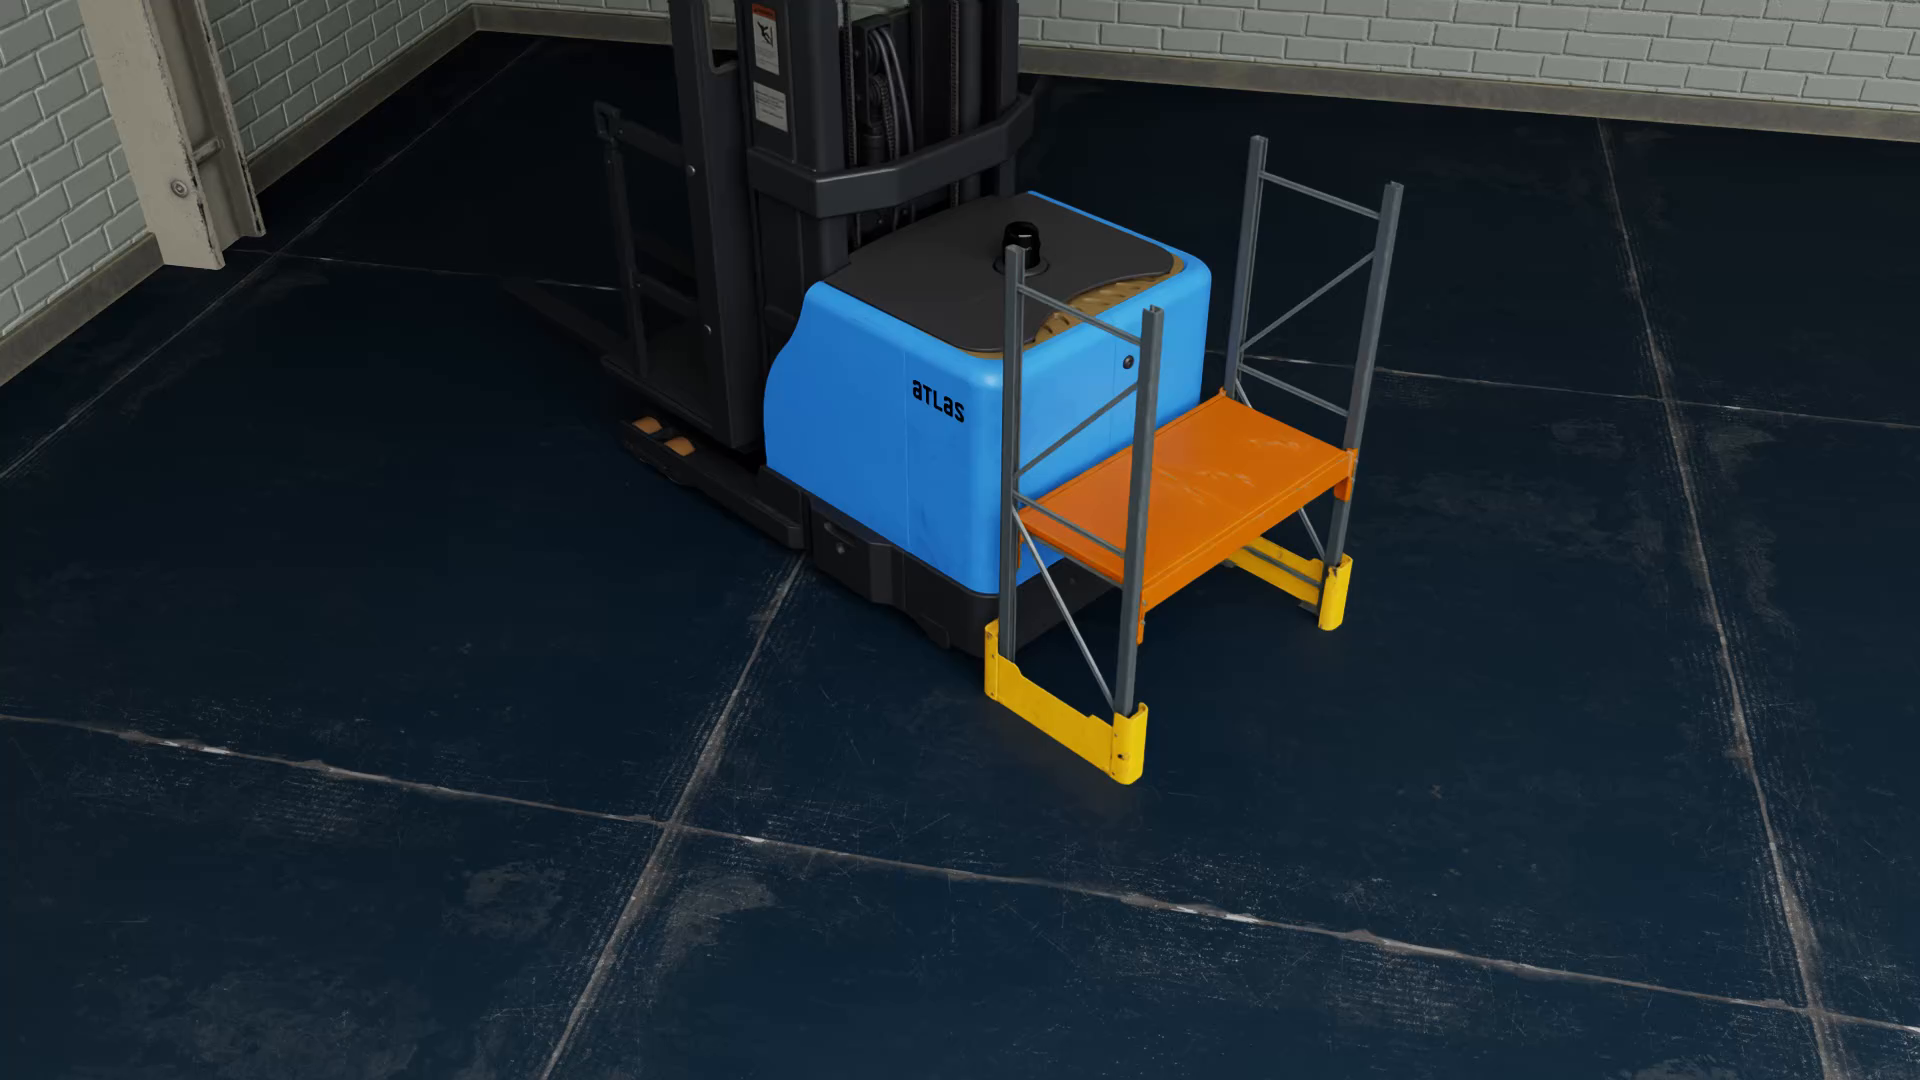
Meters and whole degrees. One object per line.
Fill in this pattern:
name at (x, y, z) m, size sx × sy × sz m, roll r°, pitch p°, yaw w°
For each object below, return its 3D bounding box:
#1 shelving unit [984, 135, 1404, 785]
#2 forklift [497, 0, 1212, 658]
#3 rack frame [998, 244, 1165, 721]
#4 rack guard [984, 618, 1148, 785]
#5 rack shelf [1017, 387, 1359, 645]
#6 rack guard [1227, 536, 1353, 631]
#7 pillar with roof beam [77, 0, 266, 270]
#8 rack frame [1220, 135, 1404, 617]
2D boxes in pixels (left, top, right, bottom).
shelving unit at (0.655, -0.243, 4.807) m, size 1.083 × 1.500 × 0.587 m, roll -30°, pitch 46°, yaw -35°
forklift at (-0.604, -1.583, 5.437) m, size 1.130 × 2.935 × 3.031 m, roll -30°, pitch 46°, yaw -35°
rack frame at (0.300, -0.037, 4.523) m, size 0.032 × 1.500 × 0.500 m, roll -30°, pitch 46°, yaw -35°
rack guard at (0.301, 0.469, 4.890) m, size 0.087 × 0.250 × 0.587 m, roll -30°, pitch 46°, yaw -35°
rack shelf at (0.662, -0.101, 4.918) m, size 1.000 × 0.185 × 0.538 m, roll -30°, pitch 46°, yaw -35°
rack guard at (1.009, 0.058, 5.457) m, size 0.087 × 0.250 × 0.587 m, roll -30°, pitch 46°, yaw -35°
pillar with roof beam at (0.795, -4.441, 4.209) m, size 9.100 × 9.000 × 0.400 m, roll 7°, pitch 37°, yaw 10°
rack frame at (1.023, -0.456, 5.101) m, size 0.032 × 1.500 × 0.500 m, roll -30°, pitch 46°, yaw -35°
